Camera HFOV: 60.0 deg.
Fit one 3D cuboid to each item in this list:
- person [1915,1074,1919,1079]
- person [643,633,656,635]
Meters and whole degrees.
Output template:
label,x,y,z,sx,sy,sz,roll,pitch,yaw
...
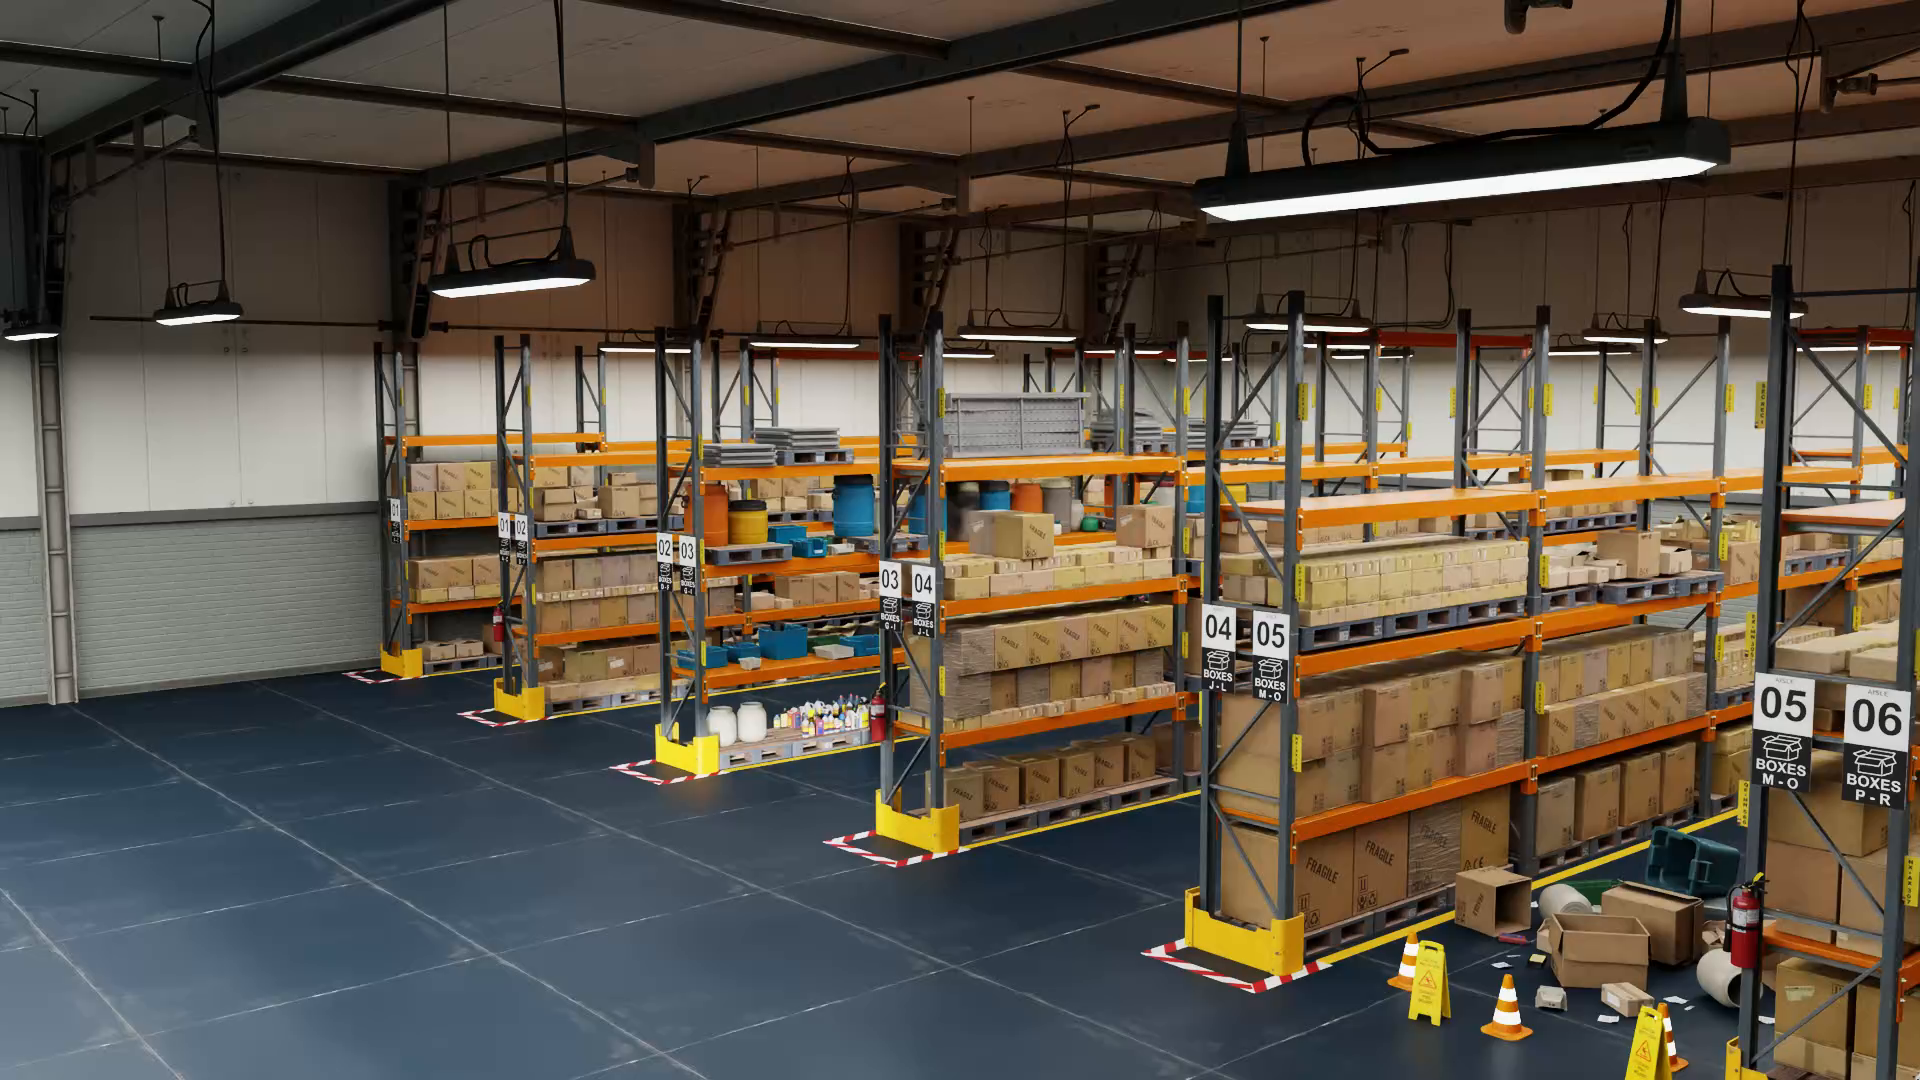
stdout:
label,x,y,z,sx,sy,sz,roll,pitch,yaw
person,5.377,3.491,9.049,0.738,1.742,0.634,5,7,43
person,-5.665,1.711,29.966,0.644,1.533,1.141,3,6,31
